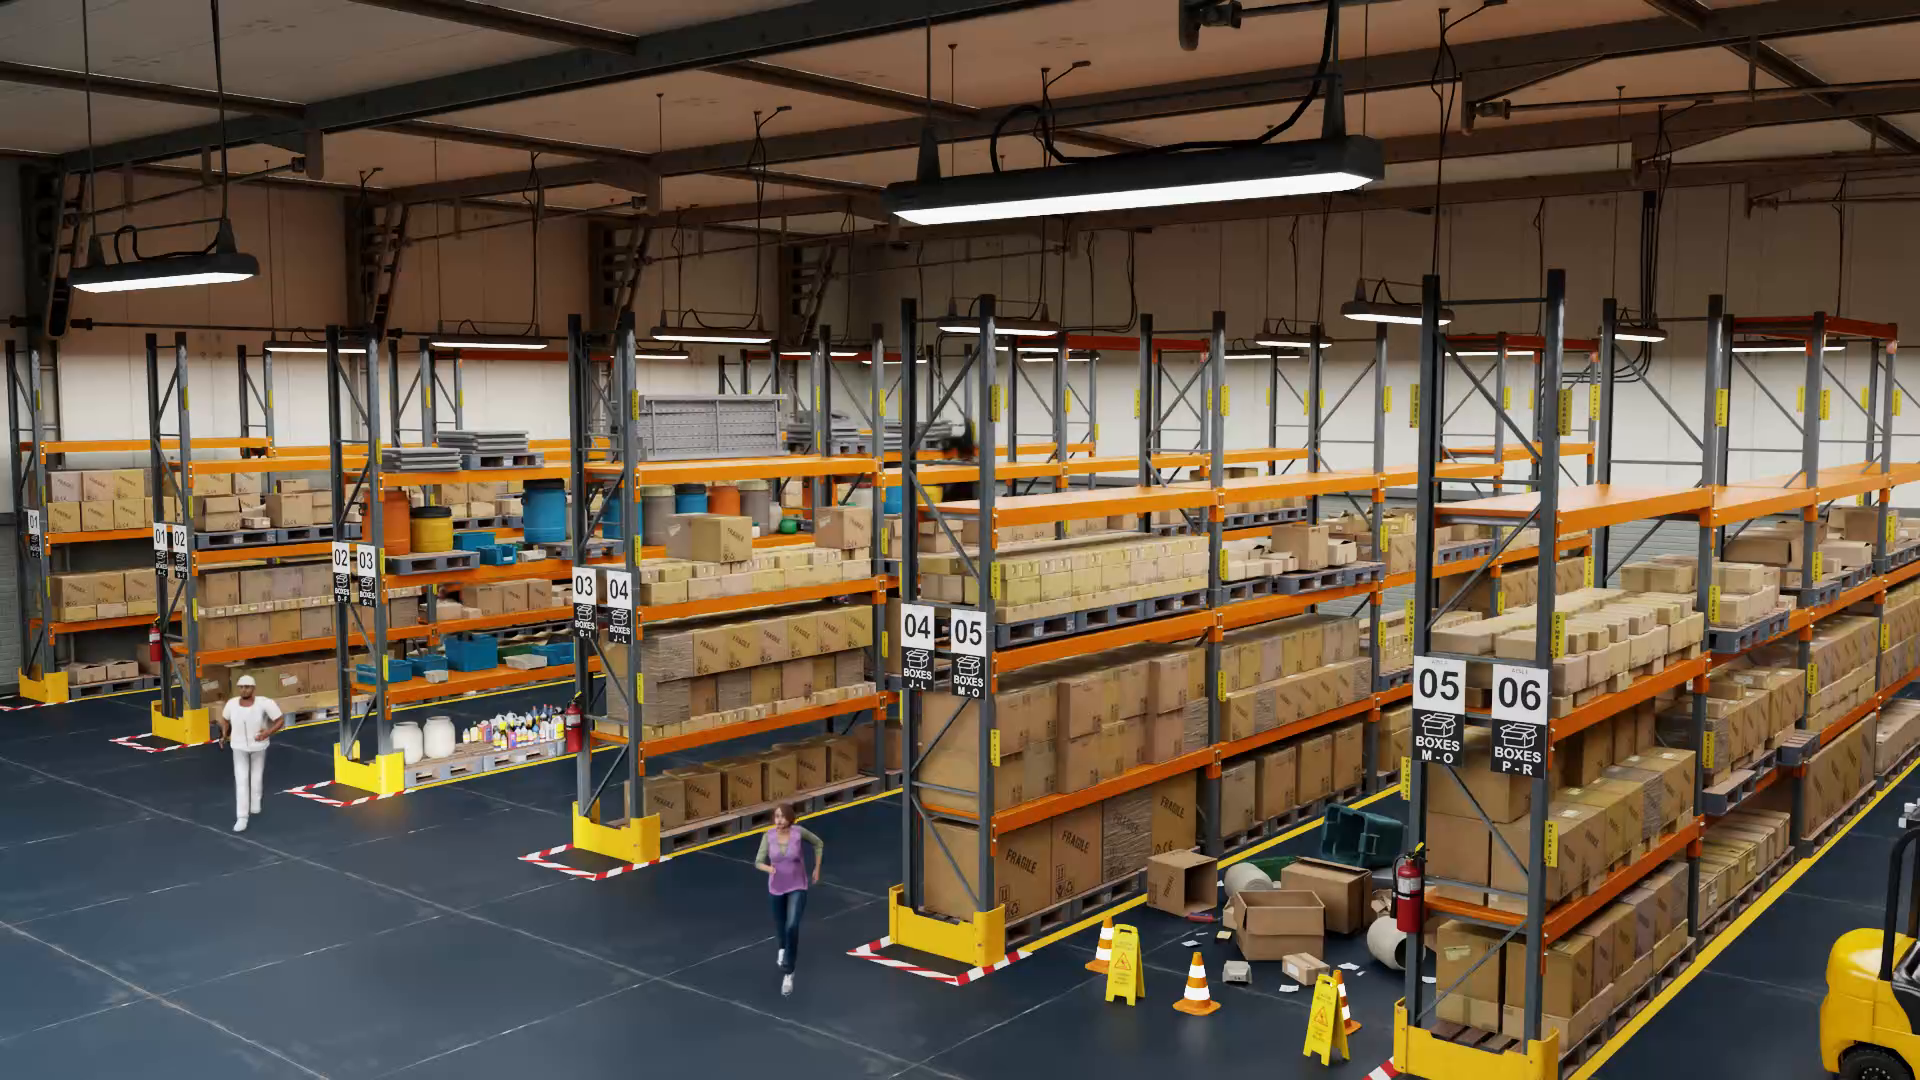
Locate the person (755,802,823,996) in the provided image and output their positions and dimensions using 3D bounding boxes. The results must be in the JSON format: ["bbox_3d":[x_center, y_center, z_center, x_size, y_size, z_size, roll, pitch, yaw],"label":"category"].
[{"bbox_3d":[-1.487,3.069,14.493,0.547,1.634,0.841,1,5,7],"label":"person"}]

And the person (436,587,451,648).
[{"bbox_3d":[-9.522,1.644,30.703,0.538,1.545,0.549,2,6,24],"label":"person"}]

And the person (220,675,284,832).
[{"bbox_3d":[-8.423,2.479,19.802,0.718,1.775,0.919,-1,5,-14],"label":"person"}]
